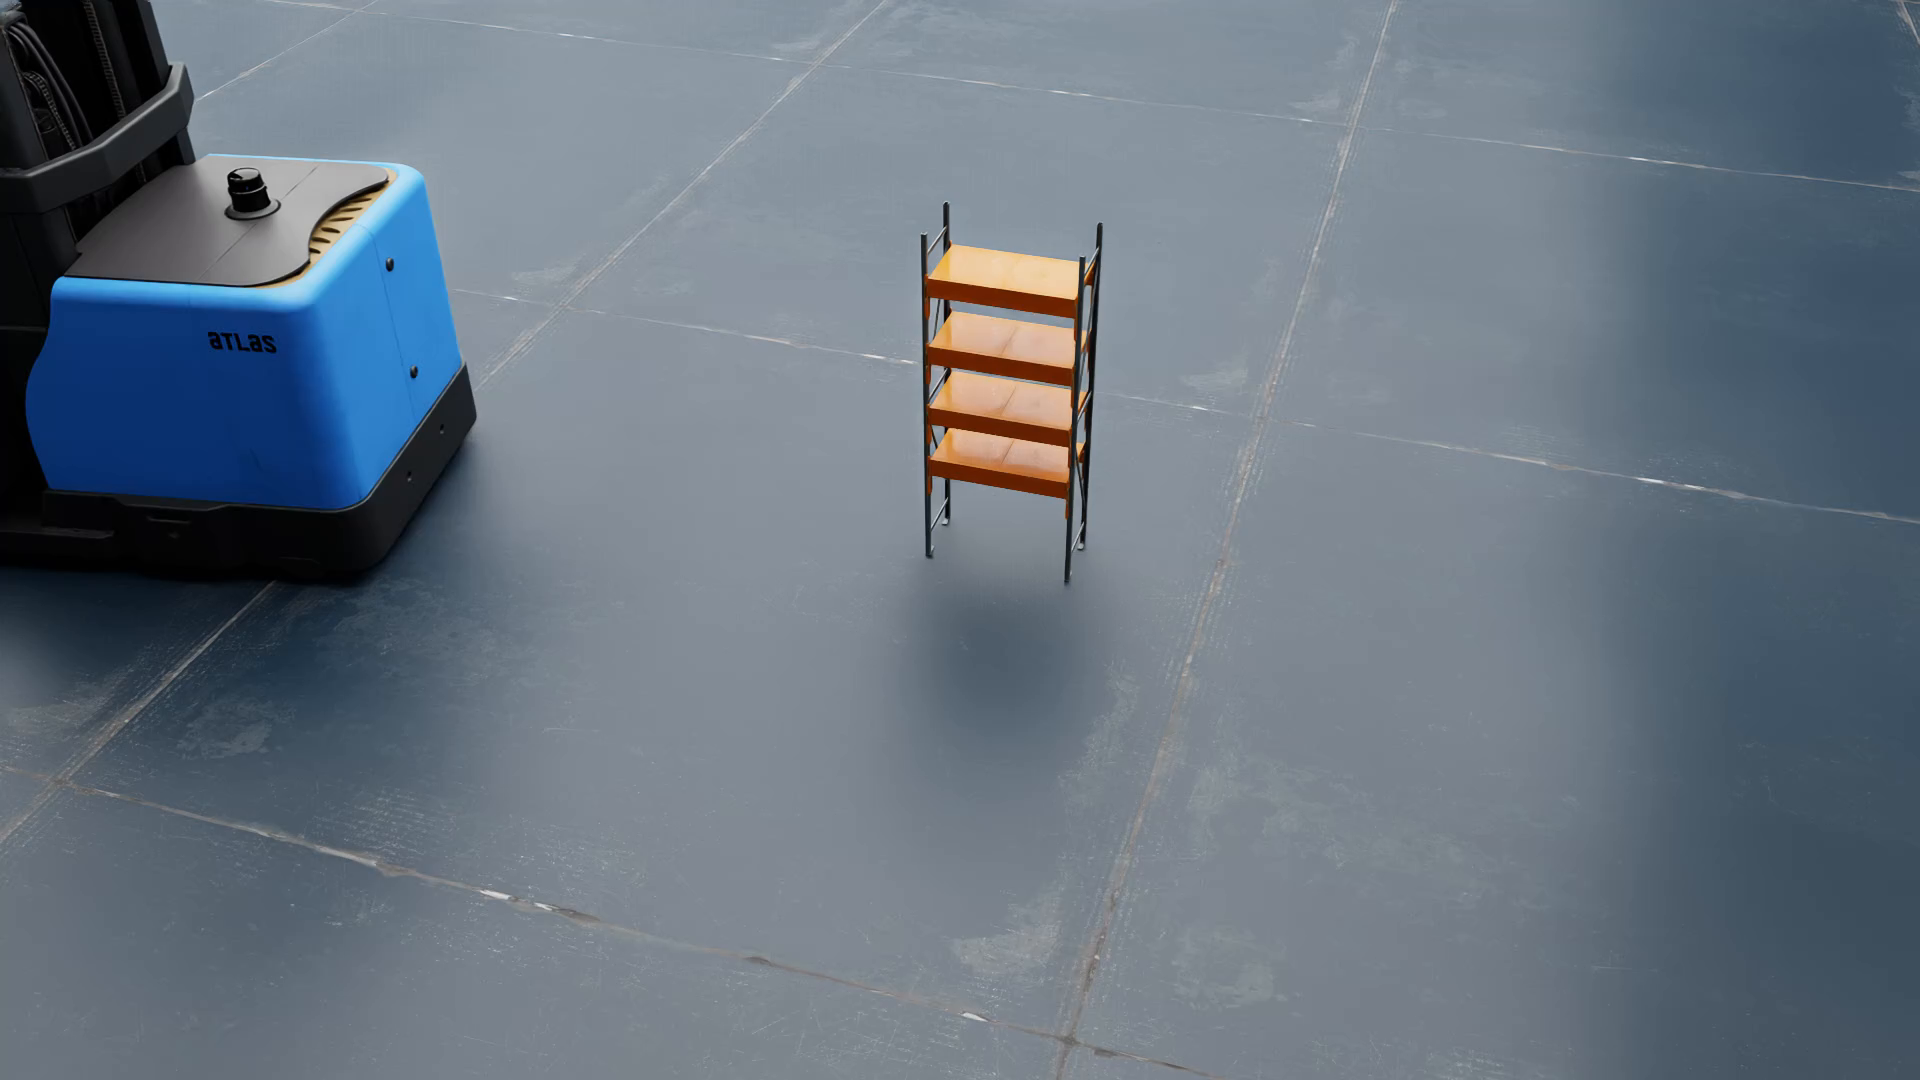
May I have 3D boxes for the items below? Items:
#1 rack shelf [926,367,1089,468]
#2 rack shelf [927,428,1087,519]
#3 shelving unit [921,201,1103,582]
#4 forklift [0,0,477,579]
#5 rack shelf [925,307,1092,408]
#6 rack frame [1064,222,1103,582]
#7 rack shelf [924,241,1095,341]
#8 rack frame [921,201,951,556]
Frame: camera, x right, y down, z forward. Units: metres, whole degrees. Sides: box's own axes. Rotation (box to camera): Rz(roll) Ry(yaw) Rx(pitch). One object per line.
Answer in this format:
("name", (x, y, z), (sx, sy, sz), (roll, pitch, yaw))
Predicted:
("rack shelf", (0.158, -0.400, 5.394), (0.480, 0.148, 0.258), (10, 38, 14))
("rack shelf", (0.158, -0.240, 5.512), (0.480, 0.148, 0.258), (10, 38, 14))
("shelving unit", (0.158, -0.454, 5.355), (0.503, 1.200, 0.258), (10, 38, 14))
("forklift", (-3.371, -1.431, 5.221), (3.031, 2.935, 1.130), (4, 37, 6))
("rack shelf", (0.158, -0.580, 5.262), (0.480, 0.148, 0.258), (10, 38, 14))
("rack frame", (0.391, -0.411, 5.296), (0.015, 1.200, 0.240), (10, 38, 14))
("rack shelf", (0.158, -0.770, 5.122), (0.480, 0.148, 0.258), (10, 38, 14))
("rack frame", (-0.075, -0.497, 5.413), (0.015, 1.200, 0.240), (10, 38, 14))
